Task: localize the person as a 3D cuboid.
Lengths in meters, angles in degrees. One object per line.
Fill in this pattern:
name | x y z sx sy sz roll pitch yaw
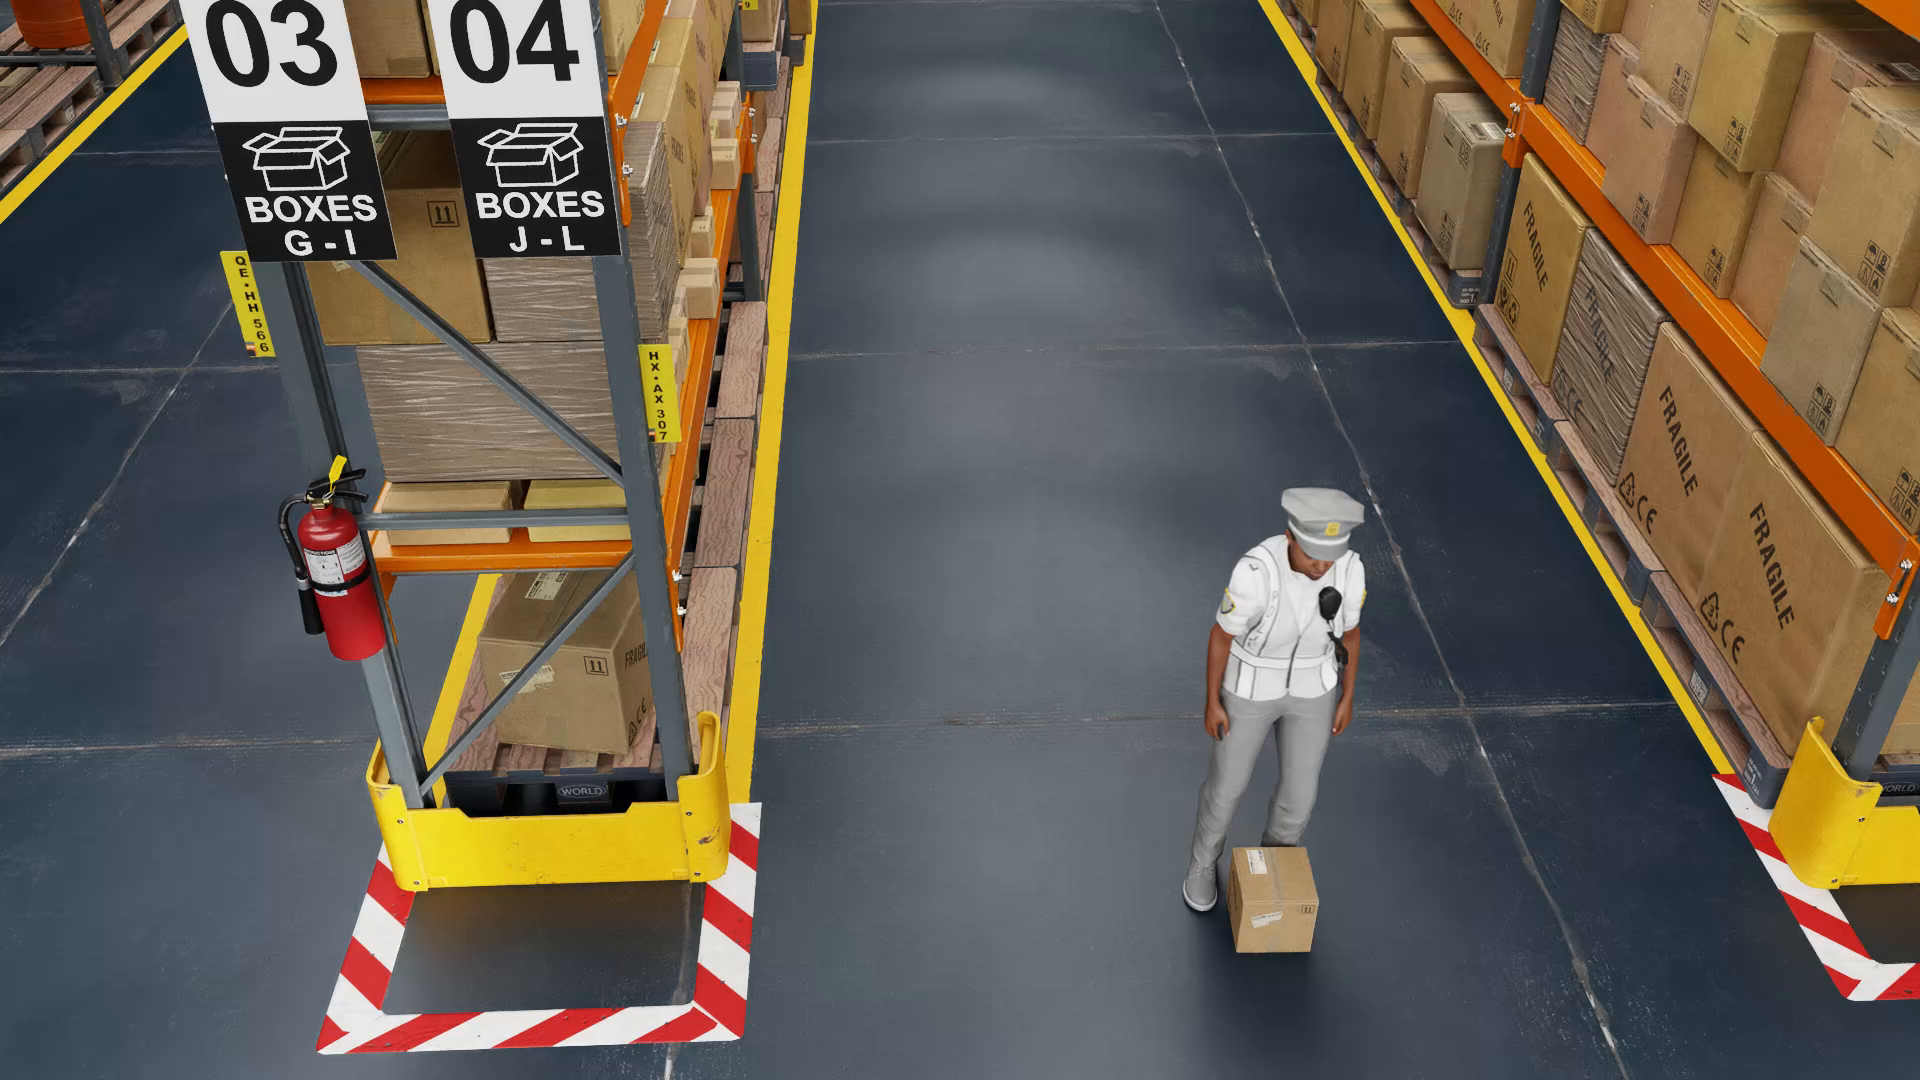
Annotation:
person | 1.034 0.520 5.417 0.517 1.657 0.417 -2 35 -3
